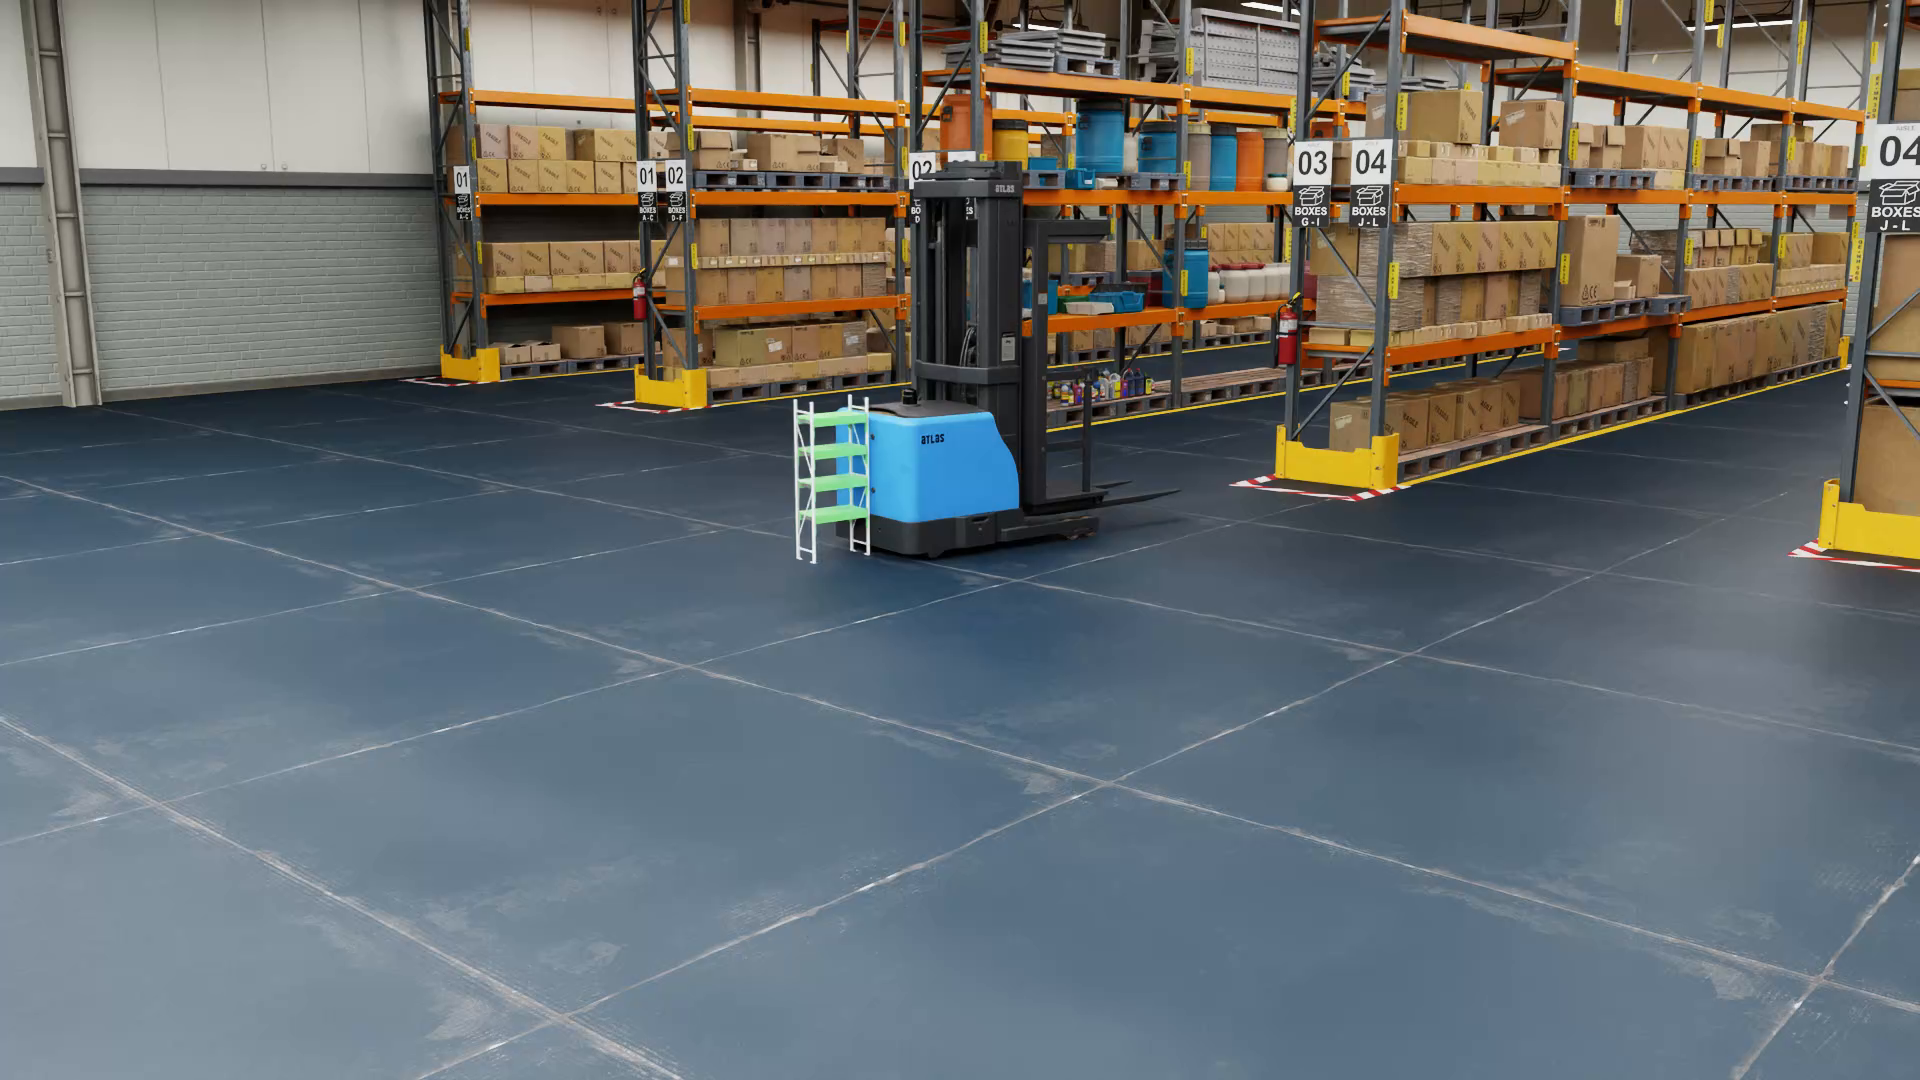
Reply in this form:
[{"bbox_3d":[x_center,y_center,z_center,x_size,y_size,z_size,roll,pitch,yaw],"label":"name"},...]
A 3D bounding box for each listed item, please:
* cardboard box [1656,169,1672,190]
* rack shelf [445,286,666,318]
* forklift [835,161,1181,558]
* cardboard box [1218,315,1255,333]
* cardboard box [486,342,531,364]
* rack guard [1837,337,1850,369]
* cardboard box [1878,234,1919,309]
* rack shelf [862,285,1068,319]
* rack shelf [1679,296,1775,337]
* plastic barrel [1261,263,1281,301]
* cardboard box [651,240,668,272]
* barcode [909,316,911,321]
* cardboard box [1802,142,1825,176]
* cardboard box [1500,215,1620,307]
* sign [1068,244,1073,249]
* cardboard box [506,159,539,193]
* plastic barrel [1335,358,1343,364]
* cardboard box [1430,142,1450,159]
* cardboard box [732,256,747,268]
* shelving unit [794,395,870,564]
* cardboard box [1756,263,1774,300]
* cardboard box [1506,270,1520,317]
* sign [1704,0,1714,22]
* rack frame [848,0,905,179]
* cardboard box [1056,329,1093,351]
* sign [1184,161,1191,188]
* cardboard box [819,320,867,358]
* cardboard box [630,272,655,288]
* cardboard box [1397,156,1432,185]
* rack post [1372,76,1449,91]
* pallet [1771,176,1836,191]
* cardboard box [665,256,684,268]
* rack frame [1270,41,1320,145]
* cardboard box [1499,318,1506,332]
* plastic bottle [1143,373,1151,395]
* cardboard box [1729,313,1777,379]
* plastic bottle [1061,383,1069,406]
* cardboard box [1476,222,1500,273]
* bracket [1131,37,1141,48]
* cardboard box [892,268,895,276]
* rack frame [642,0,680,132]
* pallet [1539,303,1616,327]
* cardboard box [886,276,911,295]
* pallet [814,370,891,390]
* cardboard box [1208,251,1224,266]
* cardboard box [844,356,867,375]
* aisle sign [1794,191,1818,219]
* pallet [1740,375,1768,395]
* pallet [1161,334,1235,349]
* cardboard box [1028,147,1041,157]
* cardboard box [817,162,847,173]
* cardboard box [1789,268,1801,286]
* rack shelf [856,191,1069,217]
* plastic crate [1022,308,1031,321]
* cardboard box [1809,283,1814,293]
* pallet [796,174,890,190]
[{"bbox_3d":[8.399,-4.423,20.422,0.500,0.250,0.500,10,15,40],"label":"cardboard box"},{"bbox_3d":[-6.277,-3.888,26.855,1.077,0.370,4.000,10,15,40],"label":"rack shelf"},{"bbox_3d":[0.496,-1.513,13.305,3.031,2.935,1.130,-9,14,-37],"label":"forklift"},{"bbox_3d":[5.284,-4.341,32.535,0.797,0.503,0.637,10,15,40],"label":"cardboard box"},{"bbox_3d":[-7.073,-2.934,25.983,0.500,0.311,0.500,8,14,34],"label":"cardboard box"},{"bbox_3d":[14.143,-3.157,27.740,1.175,0.500,0.348,10,15,40],"label":"rack guard"},{"bbox_3d":[7.498,-2.022,12.534,0.875,0.550,0.550,10,15,40],"label":"cardboard box"},{"bbox_3d":[0.087,-3.836,26.597,1.077,0.370,4.000,10,15,40],"label":"rack shelf"},{"bbox_3d":[10.166,-3.144,23.128,1.077,0.370,4.000,10,15,40],"label":"rack shelf"},{"bbox_3d":[4.329,-3.656,23.574,0.421,0.512,0.421,0,11,0],"label":"plastic barrel"},{"bbox_3d":[-5.036,-4.729,27.648,0.500,0.500,0.500,10,15,40],"label":"cardboard box"},{"bbox_3d":[-0.752,-3.339,25.080,0.001,0.075,0.075,10,15,40],"label":"barcode"},{"bbox_3d":[12.768,-5.826,25.478,0.700,0.500,0.500,11,15,43],"label":"cardboard box"},{"bbox_3d":[6.835,-3.212,19.033,1.000,1.000,1.000,10,15,41],"label":"cardboard box"},{"bbox_3d":[1.826,-4.980,27.530,0.100,0.325,0.005,10,15,40],"label":"sign"},{"bbox_3d":[-6.807,-5.567,25.462,0.500,0.500,0.500,-11,16,-44],"label":"cardboard box"},{"bbox_3d":[5.741,-2.997,25.839,0.421,0.512,0.421,0,11,0],"label":"plastic barrel"},{"bbox_3d":[4.472,-3.738,15.975,0.380,0.149,0.250,11,15,43],"label":"cardboard box"},{"bbox_3d":[-3.115,-3.779,22.562,0.380,0.149,0.250,10,15,41],"label":"cardboard box"},{"bbox_3d":[-0.956,-0.461,12.457,0.503,1.200,0.258,-9,14,-37],"label":"shelving unit"},{"bbox_3d":[11.383,-3.735,24.000,0.500,0.500,0.500,10,15,41],"label":"cardboard box"},{"bbox_3d":[5.506,-2.681,17.962,0.875,0.500,0.500,10,15,40],"label":"cardboard box"},{"bbox_3d":[9.260,-6.572,20.554,0.100,0.325,0.005,10,15,40],"label":"sign"},{"bbox_3d":[-1.233,-6.837,24.466,1.000,3.000,0.127,10,15,40],"label":"rack frame"},{"bbox_3d":[1.922,-3.503,28.352,0.500,0.500,0.500,11,15,43],"label":"cardboard box"},{"bbox_3d":[2.891,-4.657,21.185,0.100,0.325,0.005,10,15,40],"label":"sign"},{"bbox_3d":[-1.714,-2.952,24.364,0.500,0.500,0.500,10,15,40],"label":"cardboard box"},{"bbox_3d":[-5.377,-4.290,27.363,0.500,0.250,0.500,10,15,41],"label":"cardboard box"},{"bbox_3d":[4.077,-3.460,15.600,0.500,0.250,0.500,10,15,42],"label":"cardboard box"},{"bbox_3d":[7.187,-7.216,26.557,0.937,0.300,0.954,9,15,39],"label":"rack post"},{"bbox_3d":[12.840,-5.516,25.736,1.003,0.211,1.213,10,15,40],"label":"pallet"},{"bbox_3d":[-3.764,-3.754,22.439,0.380,0.149,0.250,9,15,39],"label":"cardboard box"},{"bbox_3d":[6.688,-8.602,33.305,1.000,3.000,0.127,10,15,40],"label":"rack frame"},{"bbox_3d":[5.557,-2.285,17.636,0.380,0.149,0.250,10,15,40],"label":"cardboard box"},{"bbox_3d":[2.415,-2.024,21.499,0.061,0.283,0.133,11,16,43],"label":"plastic bottle"},{"bbox_3d":[11.079,-2.858,24.214,1.225,0.875,0.875,10,15,41],"label":"cardboard box"},{"bbox_3d":[1.276,-1.770,20.256,0.097,0.271,0.097,0,11,0],"label":"plastic bottle"},{"bbox_3d":[5.123,-2.977,16.889,0.500,0.500,0.500,10,15,40],"label":"cardboard box"},{"bbox_3d":[4.090,-11.409,38.170,0.235,0.232,0.430,10,15,40],"label":"bracket"},{"bbox_3d":[-1.440,-5.145,31.905,0.380,0.149,0.250,10,15,40],"label":"cardboard box"},{"bbox_3d":[-4.957,-7.477,27.670,1.000,3.000,0.127,10,15,40],"label":"rack frame"},{"bbox_3d":[6.820,-2.613,19.126,1.003,0.211,1.213,10,15,40],"label":"pallet"},{"bbox_3d":[-0.941,-3.899,25.459,0.500,0.250,0.500,11,16,44],"label":"cardboard box"},{"bbox_3d":[-1.790,-2.416,24.768,1.003,0.211,1.213,10,15,40],"label":"pallet"},{"bbox_3d":[4.589,-5.161,31.136,0.500,0.500,0.500,10,15,42],"label":"cardboard box"},{"bbox_3d":[-1.713,-2.584,24.437,0.500,0.250,0.500,10,15,40],"label":"cardboard box"},{"bbox_3d":[13.949,-5.703,27.470,0.394,0.787,0.004,10,15,40],"label":"aisle sign"},{"bbox_3d":[11.034,-2.300,24.187,1.003,0.211,1.213,10,15,40],"label":"pallet"},{"bbox_3d":[4.502,-3.805,31.725,1.003,0.211,1.213,10,15,40],"label":"pallet"},{"bbox_3d":[1.340,-7.877,34.473,0.500,0.500,0.500,9,15,39],"label":"cardboard box"},{"bbox_3d":[-1.824,-5.304,23.664,0.380,0.149,0.250,10,15,40],"label":"cardboard box"},{"bbox_3d":[12.326,-3.971,25.056,0.500,0.250,0.500,10,15,40],"label":"cardboard box"},{"bbox_3d":[0.087,-5.307,26.303,1.077,0.370,4.000,10,15,40],"label":"rack shelf"},{"bbox_3d":[0.677,-2.626,19.375,0.298,0.136,0.250,10,15,40],"label":"plastic crate"},{"bbox_3d":[12.960,-3.897,25.708,0.380,0.149,0.250,9,15,39],"label":"cardboard box"},{"bbox_3d":[-1.777,-5.194,24.123,1.003,0.211,1.213,10,15,40],"label":"pallet"}]
